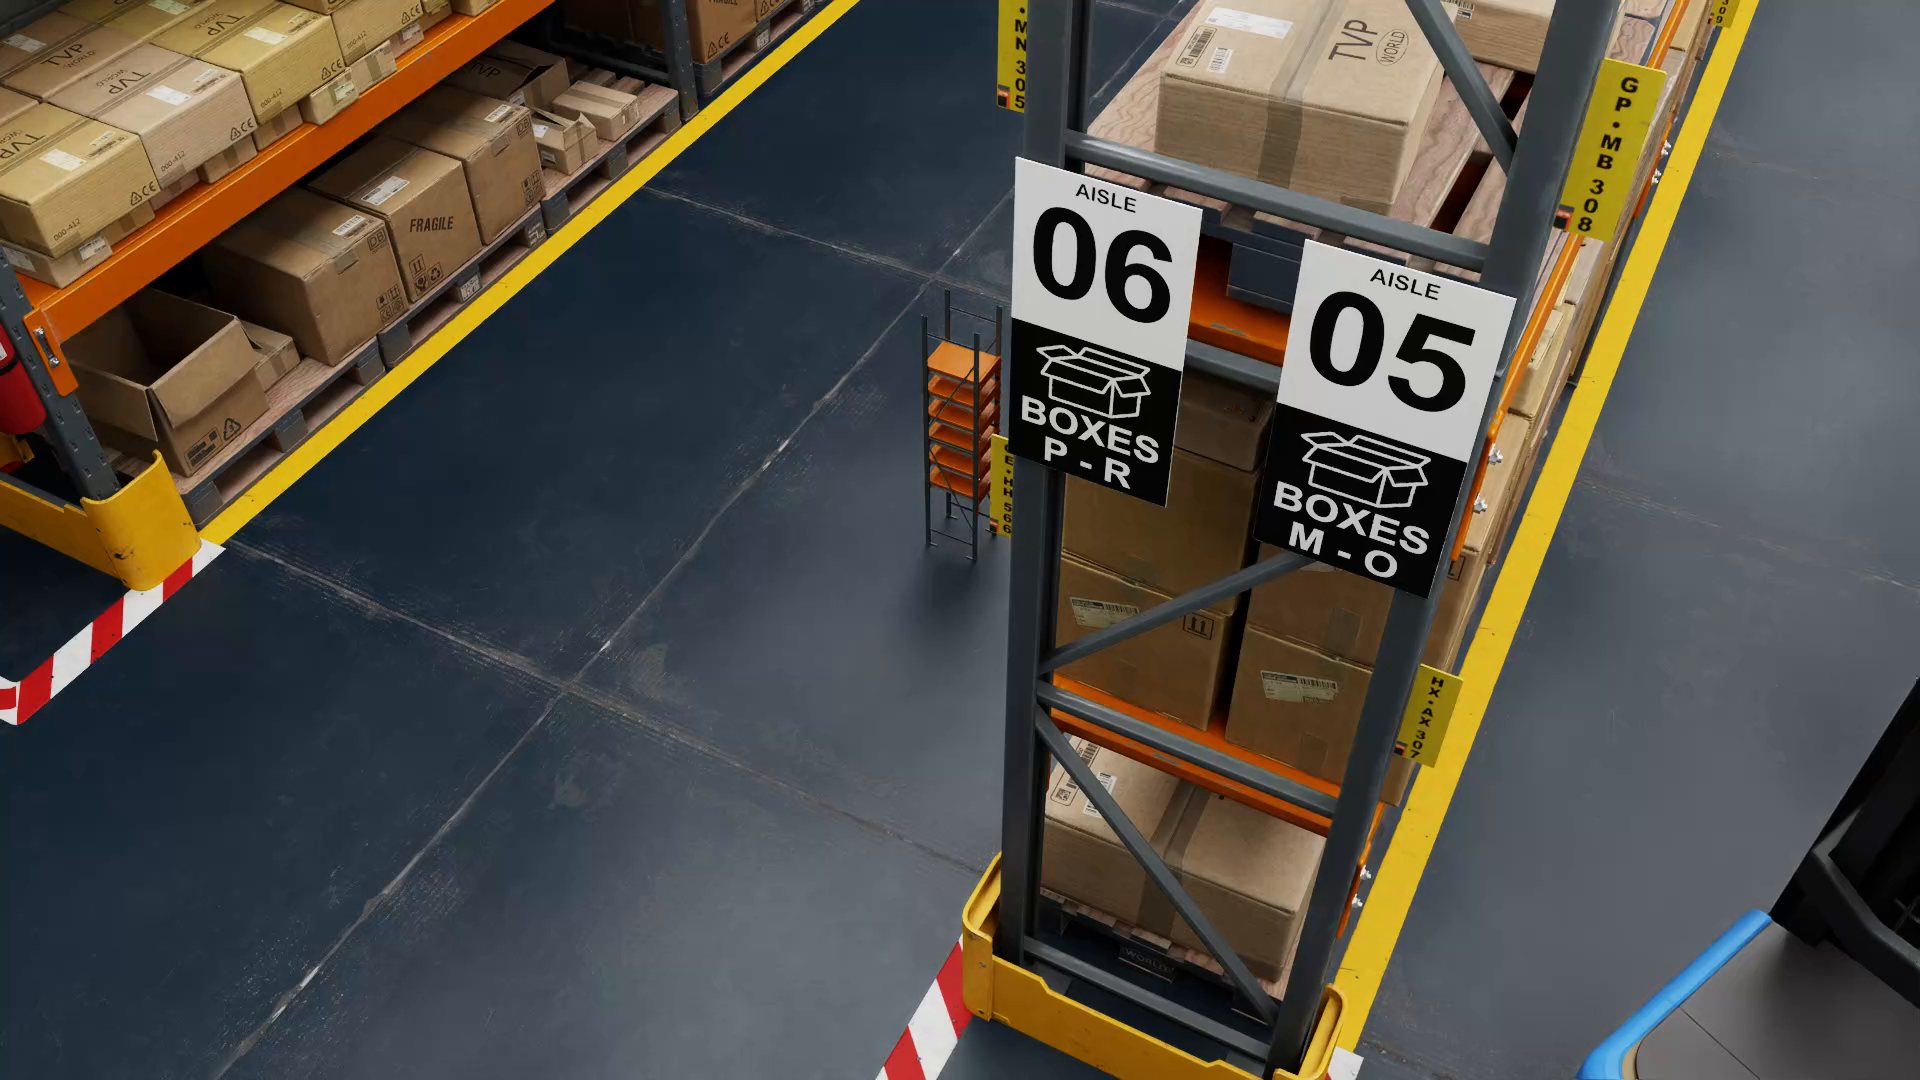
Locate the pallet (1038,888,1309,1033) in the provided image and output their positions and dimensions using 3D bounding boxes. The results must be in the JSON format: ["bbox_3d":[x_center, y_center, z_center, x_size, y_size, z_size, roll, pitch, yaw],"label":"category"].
[{"bbox_3d":[0.896,1.007,5.887,1.003,0.211,1.213,20,49,19],"label":"pallet"}]

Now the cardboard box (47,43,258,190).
[{"bbox_3d":[-3.121,-1.647,6.445,0.500,0.250,0.500,21,49,19],"label":"cardboard box"}]

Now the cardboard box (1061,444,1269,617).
[{"bbox_3d":[0.607,-0.213,4.358,0.500,0.500,0.500,22,49,20],"label":"cardboard box"}]

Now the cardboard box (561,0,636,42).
[{"bbox_3d":[-1.982,-3.276,9.621,0.500,0.500,0.500,20,49,19],"label":"cardboard box"}]

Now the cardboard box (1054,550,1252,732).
[{"bbox_3d":[0.583,0.129,4.723,0.500,0.500,0.500,21,49,19],"label":"cardboard box"}]

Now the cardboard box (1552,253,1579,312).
[{"bbox_3d":[1.391,-0.677,4.361,0.380,0.149,0.250,19,48,18],"label":"cardboard box"}]

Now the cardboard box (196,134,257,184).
[{"bbox_3d":[-3.069,-1.600,6.679,0.380,0.149,0.250,22,49,20],"label":"cardboard box"}]

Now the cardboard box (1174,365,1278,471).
[{"bbox_3d":[0.583,-0.351,4.038,0.380,0.149,0.250,21,49,20],"label":"cardboard box"}]

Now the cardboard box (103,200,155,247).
[{"bbox_3d":[-3.332,-1.284,6.367,0.380,0.149,0.250,22,49,20],"label":"cardboard box"}]

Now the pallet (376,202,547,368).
[{"bbox_3d":[-2.833,-1.416,8.282,1.003,0.211,1.213,20,49,19],"label":"pallet"}]

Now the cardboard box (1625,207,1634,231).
[{"bbox_3d":[2.228,-1.297,6.132,0.500,0.500,0.500,19,48,18],"label":"cardboard box"}]

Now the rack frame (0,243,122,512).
[{"bbox_3d":[-3.804,-1.081,5.989,1.000,3.000,0.127,20,49,19],"label":"rack frame"}]

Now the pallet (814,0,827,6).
[{"bbox_3d":[-1.038,-3.917,10.752,1.003,0.211,1.213,20,49,19],"label":"pallet"}]

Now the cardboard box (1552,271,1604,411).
[{"bbox_3d":[1.751,-0.650,5.493,0.500,0.500,0.500,22,49,20],"label":"cardboard box"}]

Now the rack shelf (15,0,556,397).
[{"bbox_3d":[-2.876,-2.088,7.490,1.077,0.370,4.000,20,49,19],"label":"rack shelf"}]

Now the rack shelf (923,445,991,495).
[{"bbox_3d":[0.007,-0.315,6.729,0.258,0.103,0.180,20,49,19],"label":"rack shelf"}]

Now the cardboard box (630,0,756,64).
[{"bbox_3d":[-1.524,-3.100,9.447,0.500,0.500,0.500,22,49,21],"label":"cardboard box"}]

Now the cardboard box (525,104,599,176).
[{"bbox_3d":[-2.112,-2.114,8.637,0.396,0.266,0.258,22,49,20],"label":"cardboard box"}]

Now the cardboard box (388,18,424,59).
[{"bbox_3d":[-2.604,-2.262,7.333,0.380,0.149,0.250,20,49,19],"label":"cardboard box"}]

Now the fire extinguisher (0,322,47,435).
[{"bbox_3d":[-3.463,-0.677,5.907,0.296,0.674,0.183,20,49,19],"label":"fire extinguisher"}]

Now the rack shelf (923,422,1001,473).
[{"bbox_3d":[0.007,-0.400,6.644,0.258,0.103,0.180,20,49,19],"label":"rack shelf"}]

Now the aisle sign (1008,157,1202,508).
[{"bbox_3d":[0.286,-0.415,3.503,0.394,0.787,0.004,20,49,19],"label":"aisle sign"}]

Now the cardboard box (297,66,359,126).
[{"bbox_3d":[-2.767,-1.904,6.979,0.380,0.149,0.250,19,48,18],"label":"cardboard box"}]

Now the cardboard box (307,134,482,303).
[{"bbox_3d":[-2.671,-1.529,7.895,0.500,0.500,0.500,21,49,20],"label":"cardboard box"}]

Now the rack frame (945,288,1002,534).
[{"bbox_3d":[0.049,-0.489,6.669,0.240,1.200,0.006,20,49,19],"label":"rack frame"}]

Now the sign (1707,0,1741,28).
[{"bbox_3d":[2.943,-2.114,6.346,0.100,0.325,0.005,20,49,19],"label":"sign"}]

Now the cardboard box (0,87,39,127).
[{"bbox_3d":[-3.826,-1.510,6.310,0.500,0.250,0.500,22,49,20],"label":"cardboard box"}]

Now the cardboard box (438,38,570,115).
[{"bbox_3d":[-2.464,-2.465,8.952,0.500,0.311,0.500,22,49,20],"label":"cardboard box"}]

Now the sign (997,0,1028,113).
[{"bbox_3d":[0.120,-0.970,3.204,0.100,0.325,0.005,20,49,19],"label":"sign"}]

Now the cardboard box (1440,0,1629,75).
[{"bbox_3d":[1.302,-1.203,3.812,0.380,0.149,0.250,22,49,20],"label":"cardboard box"}]

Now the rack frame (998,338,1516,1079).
[{"bbox_3d":[0.594,0.556,4.372,1.000,3.000,0.127,20,49,19],"label":"rack frame"}]

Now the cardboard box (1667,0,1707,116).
[{"bbox_3d":[2.233,-1.645,5.774,0.500,0.500,0.500,20,49,18],"label":"cardboard box"}]

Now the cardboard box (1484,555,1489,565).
[{"bbox_3d":[1.281,-0.015,4.865,0.500,0.500,0.500,20,49,19],"label":"cardboard box"}]

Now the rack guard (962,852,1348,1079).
[{"bbox_3d":[0.583,1.450,5.246,1.175,0.500,0.348,20,49,19],"label":"rack guard"}]

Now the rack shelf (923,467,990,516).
[{"bbox_3d":[0.007,-0.231,6.814,0.258,0.103,0.180,20,49,19],"label":"rack shelf"}]

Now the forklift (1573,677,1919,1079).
[{"bbox_3d":[3.044,0.693,4.284,3.031,2.935,1.130,-29,52,-25],"label":"forklift"}]

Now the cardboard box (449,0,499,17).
[{"bbox_3d":[-2.312,-2.559,7.626,0.380,0.149,0.250,20,49,18],"label":"cardboard box"}]

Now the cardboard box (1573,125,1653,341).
[{"bbox_3d":[1.765,-1.008,5.144,0.500,0.500,0.500,21,49,19],"label":"cardboard box"}]

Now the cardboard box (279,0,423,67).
[{"bbox_3d":[-2.670,-2.297,7.087,0.500,0.250,0.500,19,48,18],"label":"cardboard box"}]

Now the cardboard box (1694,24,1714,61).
[{"bbox_3d":[2.905,-2.271,6.919,0.500,0.250,0.500,19,48,18],"label":"cardboard box"}]

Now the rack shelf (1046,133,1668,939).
[{"bbox_3d":[1.522,-0.451,5.873,1.077,0.370,4.000,20,49,19],"label":"rack shelf"}]

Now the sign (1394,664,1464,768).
[{"bbox_3d":[1.082,0.411,3.851,0.100,0.325,0.005,20,49,19],"label":"sign"}]

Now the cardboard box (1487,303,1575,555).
[{"bbox_3d":[1.302,-0.367,4.510,0.500,0.500,0.500,19,48,18],"label":"cardboard box"}]

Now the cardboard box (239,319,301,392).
[{"bbox_3d":[-3.205,-0.835,7.455,0.380,0.149,0.250,19,48,18],"label":"cardboard box"}]

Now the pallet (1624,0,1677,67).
[{"bbox_3d":[1.494,-1.710,4.564,1.003,0.211,1.213,20,49,19],"label":"pallet"}]

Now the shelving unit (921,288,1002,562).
[{"bbox_3d":[0.007,-0.431,6.612,0.258,1.200,0.189,20,49,19],"label":"shelving unit"}]

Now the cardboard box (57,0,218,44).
[{"bbox_3d":[-3.352,-2.145,6.937,0.500,0.250,0.500,22,49,20],"label":"cardboard box"}]
